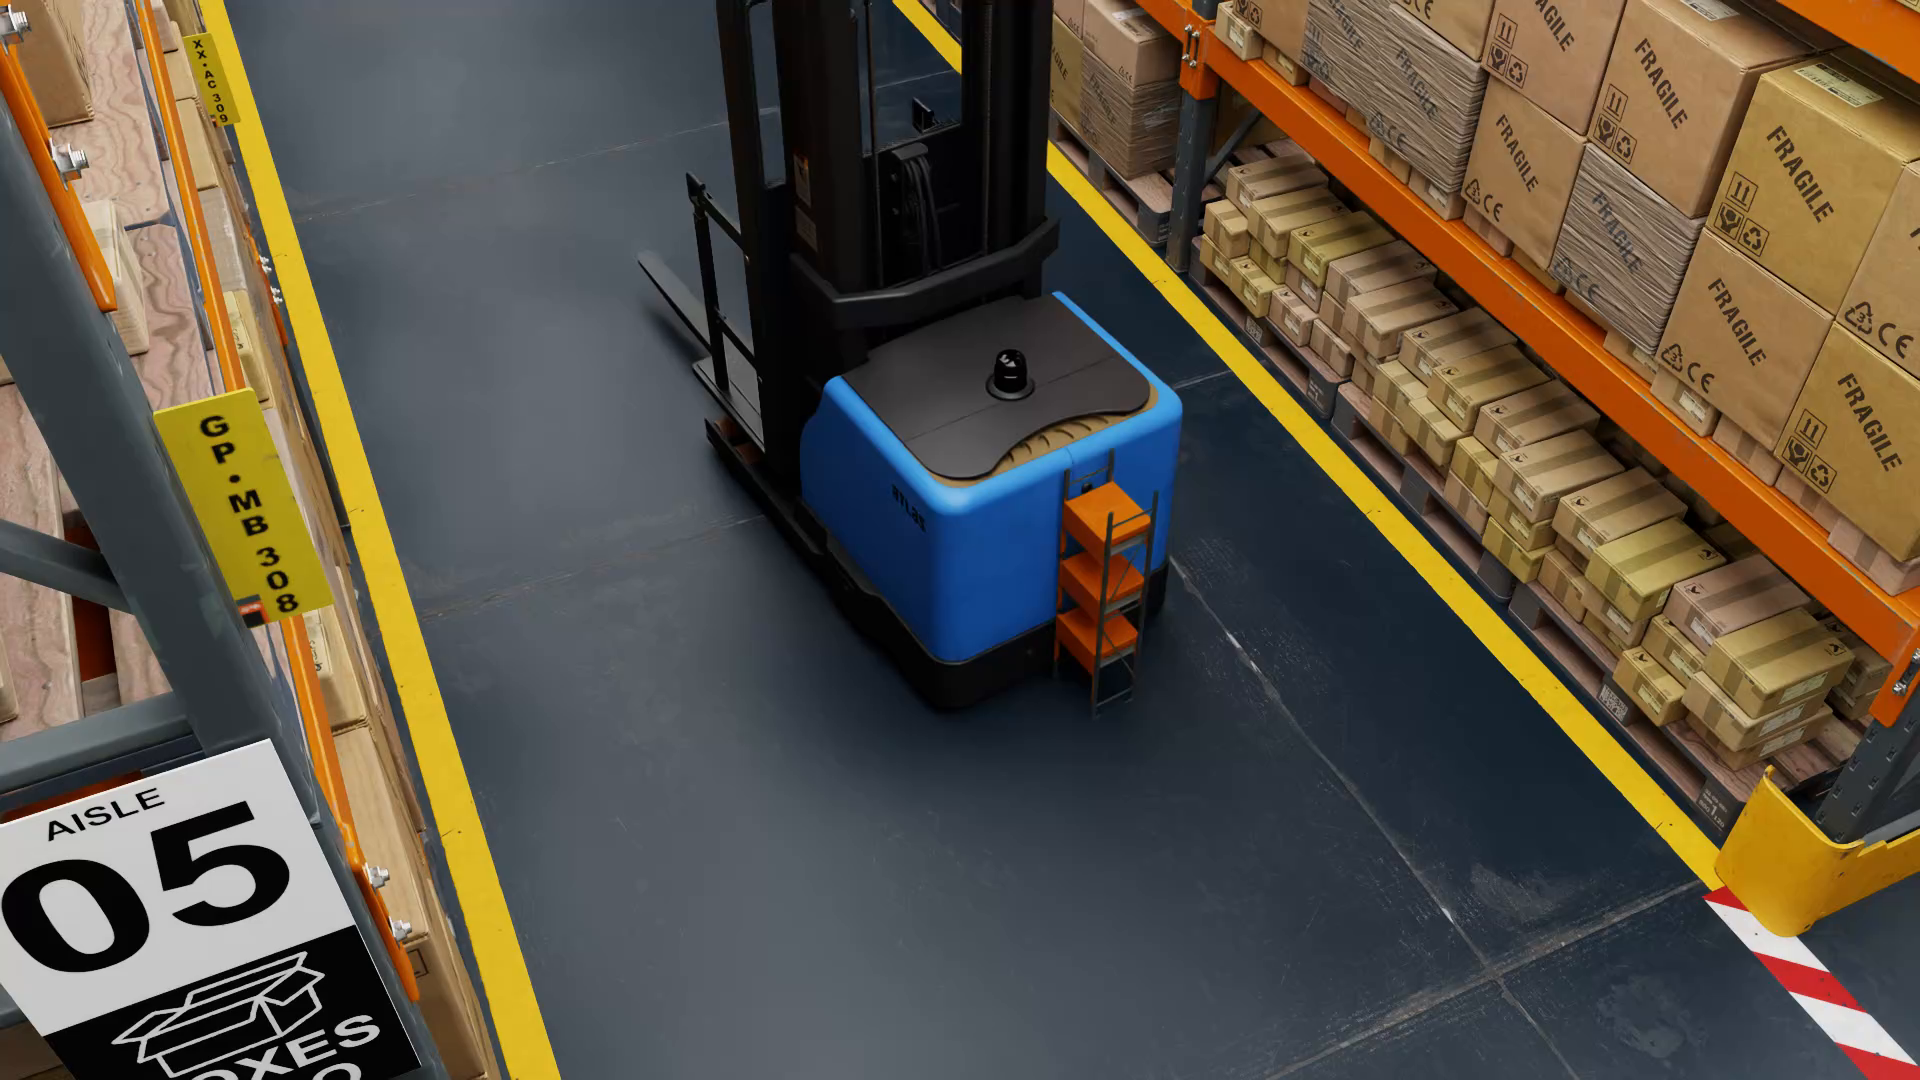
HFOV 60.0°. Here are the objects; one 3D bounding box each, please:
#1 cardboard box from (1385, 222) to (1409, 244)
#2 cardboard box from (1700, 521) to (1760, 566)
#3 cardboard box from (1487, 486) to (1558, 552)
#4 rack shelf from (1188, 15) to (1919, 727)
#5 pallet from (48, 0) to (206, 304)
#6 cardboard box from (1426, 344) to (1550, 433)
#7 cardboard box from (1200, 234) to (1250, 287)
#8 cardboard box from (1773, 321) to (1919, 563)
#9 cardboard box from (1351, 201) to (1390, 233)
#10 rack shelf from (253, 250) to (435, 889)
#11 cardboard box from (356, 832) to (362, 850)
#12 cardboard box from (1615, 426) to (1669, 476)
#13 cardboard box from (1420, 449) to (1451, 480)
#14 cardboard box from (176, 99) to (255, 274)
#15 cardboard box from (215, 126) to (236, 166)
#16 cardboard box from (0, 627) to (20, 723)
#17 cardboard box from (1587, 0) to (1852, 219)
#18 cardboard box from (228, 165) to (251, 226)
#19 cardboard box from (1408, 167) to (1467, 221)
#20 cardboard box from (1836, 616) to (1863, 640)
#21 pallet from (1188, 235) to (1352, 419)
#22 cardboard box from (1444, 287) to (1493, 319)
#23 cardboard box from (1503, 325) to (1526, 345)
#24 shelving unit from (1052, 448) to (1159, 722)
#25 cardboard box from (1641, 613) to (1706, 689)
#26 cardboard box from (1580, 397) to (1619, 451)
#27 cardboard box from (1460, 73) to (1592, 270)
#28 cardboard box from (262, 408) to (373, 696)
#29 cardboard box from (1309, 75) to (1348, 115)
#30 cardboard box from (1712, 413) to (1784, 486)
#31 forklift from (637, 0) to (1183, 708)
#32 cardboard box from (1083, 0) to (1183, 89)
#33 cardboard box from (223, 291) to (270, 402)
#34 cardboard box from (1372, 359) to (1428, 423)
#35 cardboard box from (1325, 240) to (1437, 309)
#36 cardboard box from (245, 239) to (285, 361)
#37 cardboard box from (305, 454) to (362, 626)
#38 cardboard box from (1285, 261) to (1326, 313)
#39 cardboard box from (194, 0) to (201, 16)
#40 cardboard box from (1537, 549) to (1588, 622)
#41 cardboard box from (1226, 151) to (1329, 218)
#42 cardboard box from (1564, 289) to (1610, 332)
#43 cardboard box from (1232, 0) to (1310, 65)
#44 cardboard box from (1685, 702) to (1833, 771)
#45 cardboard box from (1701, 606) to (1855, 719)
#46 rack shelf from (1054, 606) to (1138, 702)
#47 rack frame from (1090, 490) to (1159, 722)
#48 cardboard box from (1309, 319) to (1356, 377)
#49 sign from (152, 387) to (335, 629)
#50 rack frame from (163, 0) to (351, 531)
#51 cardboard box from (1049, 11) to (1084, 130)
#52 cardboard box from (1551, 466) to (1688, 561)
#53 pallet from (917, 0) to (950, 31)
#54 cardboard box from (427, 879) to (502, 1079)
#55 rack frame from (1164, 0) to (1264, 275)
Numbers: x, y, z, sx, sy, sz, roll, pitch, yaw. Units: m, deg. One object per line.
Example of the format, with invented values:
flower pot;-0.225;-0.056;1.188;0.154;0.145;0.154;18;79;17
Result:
cardboard box;2.120;-1.425;7.366;0.380;0.149;0.250;-18;48;-18
cardboard box;2.927;0.042;6.091;0.380;0.149;0.250;-17;47;-17
cardboard box;2.231;-0.136;6.272;0.380;0.149;0.250;-17;47;-17
rack shelf;2.321;-1.005;6.146;1.077;0.370;4.000;-18;47;-17
pallet;-2.125;-0.745;3.297;1.003;0.211;1.213;-18;47;-17
cardboard box;2.071;-0.598;6.528;0.380;0.149;0.250;-18;47;-17
cardboard box;1.341;-1.344;7.707;0.380;0.149;0.250;-20;48;-19
cardboard box;2.739;-0.339;4.675;0.500;0.500;0.500;-17;47;-17
cardboard box;2.026;-1.501;7.655;0.380;0.149;0.250;-20;48;-19
rack shelf;-2.128;0.521;4.599;1.077;0.370;4.000;-18;47;-17
cardboard box;-1.185;0.609;2.752;0.380;0.149;0.250;-17;47;-17
cardboard box;2.747;-0.419;6.347;0.380;0.149;0.250;-16;47;-16
cardboard box;2.104;-0.384;6.735;0.380;0.149;0.250;-17;47;-16
cardboard box;-2.314;-0.856;4.699;0.500;0.500;0.500;-19;48;-18
cardboard box;-2.898;-1.498;5.883;0.500;0.250;0.500;-19;48;-19
cardboard box;-1.558;0.080;2.135;0.500;0.250;0.500;-22;49;-21
cardboard box;2.304;-1.354;4.992;0.500;0.500;0.500;-16;47;-15
cardboard box;-2.914;-1.315;6.054;0.500;0.250;0.500;-19;48;-18
cardboard box;1.900;-1.345;6.156;0.380;0.149;0.250;-16;47;-16
cardboard box;3.250;0.232;5.686;0.380;0.149;0.250;-20;48;-19
pallet;1.794;-1.126;7.741;1.003;0.211;1.213;-18;47;-17
cardboard box;2.296;-0.990;7.137;0.380;0.149;0.250;-17;47;-16
cardboard box;2.481;-0.923;6.857;0.380;0.149;0.250;-20;48;-19
shelving unit;0.497;0.178;5.822;0.215;1.050;0.252;-24;49;-22
cardboard box;2.620;0.338;5.791;0.380;0.149;0.250;-19;48;-18
cardboard box;2.568;-0.455;6.595;0.380;0.149;0.250;-16;47;-15
cardboard box;2.105;-1.310;5.659;0.500;0.500;0.500;-16;47;-15
cardboard box;-1.677;0.105;3.725;0.500;0.500;0.500;-18;48;-18
cardboard box;1.638;-1.872;6.691;0.380;0.149;0.250;-20;48;-19
cardboard box;2.579;-0.347;5.145;0.380;0.149;0.250;-18;48;-18
forklift;-0.423;-1.450;6.132;1.130;2.935;3.031;-24;49;-22
cardboard box;0.937;-2.463;8.057;0.500;0.250;0.500;-19;48;-18
cardboard box;-1.799;-0.392;3.767;0.380;0.149;0.250;-19;48;-18
cardboard box;1.919;-0.637;6.779;0.380;0.149;0.250;-18;48;-18
cardboard box;1.780;-1.103;7.039;0.380;0.149;0.250;-19;48;-18
cardboard box;-2.542;-0.825;5.380;0.500;0.500;0.500;-18;47;-17
cardboard box;-1.890;0.155;4.386;0.500;0.500;0.500;-17;47;-16
cardboard box;1.665;-1.172;7.321;0.380;0.149;0.250;-18;47;-18
cardboard box;-4.879;-3.136;9.364;0.950;0.372;0.625;-21;48;-20
cardboard box;2.403;0.123;6.220;0.380;0.149;0.250;-18;47;-17
cardboard box;1.437;-1.602;7.545;0.380;0.149;0.250;-16;47;-16
cardboard box;2.306;-0.869;5.674;0.380;0.149;0.250;-20;48;-19
cardboard box;1.459;-2.288;6.650;0.500;0.500;0.500;-19;48;-18
cardboard box;2.751;0.604;5.733;0.380;0.149;0.250;-17;47;-17
cardboard box;2.709;0.404;5.512;0.380;0.149;0.250;-18;47;-17
rack shelf;0.497;0.384;6.024;0.215;0.259;0.240;-24;49;-22
rack frame;0.562;0.251;5.748;0.200;1.050;0.008;-24;49;-22
cardboard box;1.757;-0.884;7.241;0.380;0.149;0.250;-19;48;-18
sign;-0.781;-0.028;1.828;0.100;0.325;0.005;-18;47;-17
rack frame;-2.969;-1.010;5.638;1.000;3.000;0.127;-18;47;-17
cardboard box;0.725;-2.520;8.649;0.500;0.500;0.500;-19;48;-18
cardboard box;2.380;-0.084;6.007;0.380;0.149;0.250;-20;48;-19
pallet;0.125;-3.594;10.242;1.003;0.211;1.213;-18;47;-17
cardboard box;-1.228;1.113;3.415;0.500;0.500;0.500;-18;48;-18
rack frame;1.480;-2.536;7.185;1.000;3.000;0.127;-18;47;-17
